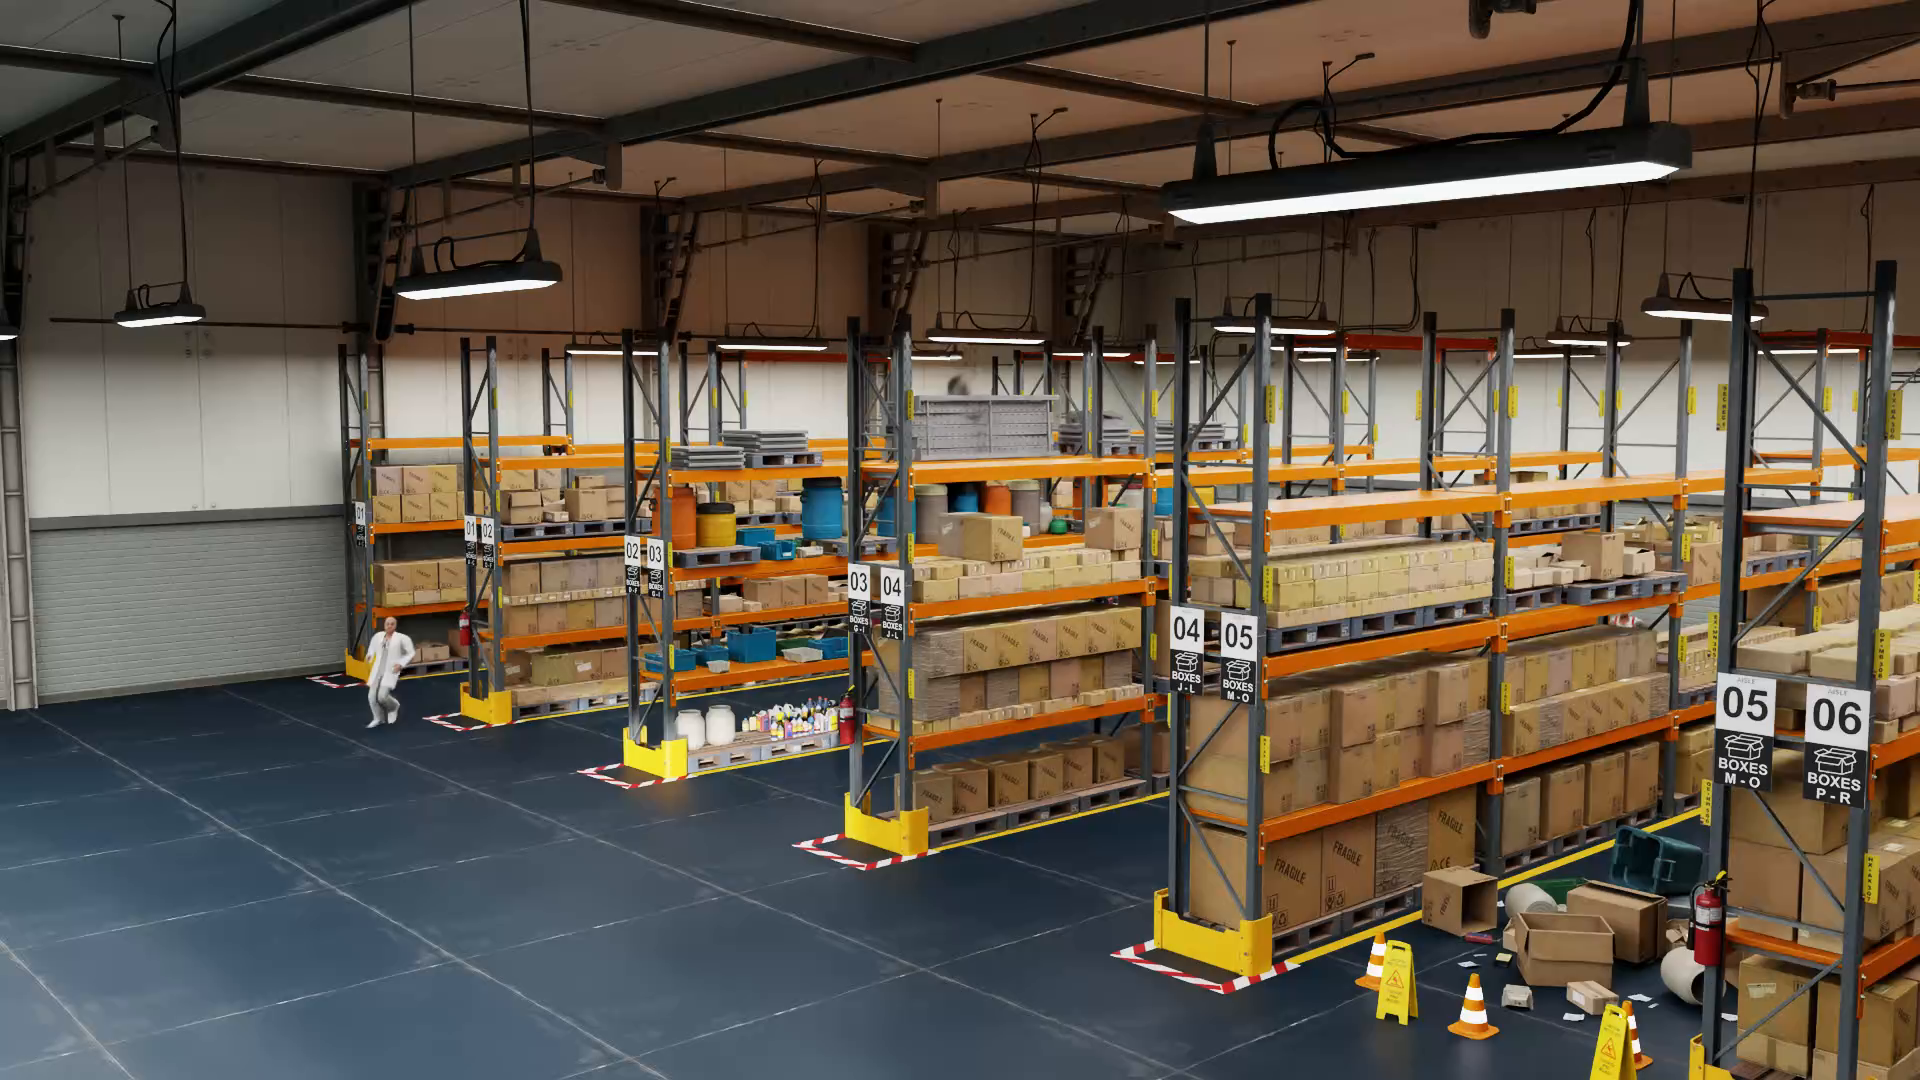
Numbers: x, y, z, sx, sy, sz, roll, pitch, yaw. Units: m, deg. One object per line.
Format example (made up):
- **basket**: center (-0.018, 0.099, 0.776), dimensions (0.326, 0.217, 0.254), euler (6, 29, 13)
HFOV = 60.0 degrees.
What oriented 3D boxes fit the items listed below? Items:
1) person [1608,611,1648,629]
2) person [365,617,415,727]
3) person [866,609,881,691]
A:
- **person**: center (10.742, 1.859, 26.875), dimensions (0.620, 1.802, 0.955), euler (5, 7, 42)
- **person**: center (-8.805, 2.032, 25.560), dimensions (0.707, 1.703, 0.610), euler (1, 5, 11)
- **person**: center (-1.464, 1.631, 27.002), dimensions (0.609, 1.660, 0.493), euler (4, 7, 41)
